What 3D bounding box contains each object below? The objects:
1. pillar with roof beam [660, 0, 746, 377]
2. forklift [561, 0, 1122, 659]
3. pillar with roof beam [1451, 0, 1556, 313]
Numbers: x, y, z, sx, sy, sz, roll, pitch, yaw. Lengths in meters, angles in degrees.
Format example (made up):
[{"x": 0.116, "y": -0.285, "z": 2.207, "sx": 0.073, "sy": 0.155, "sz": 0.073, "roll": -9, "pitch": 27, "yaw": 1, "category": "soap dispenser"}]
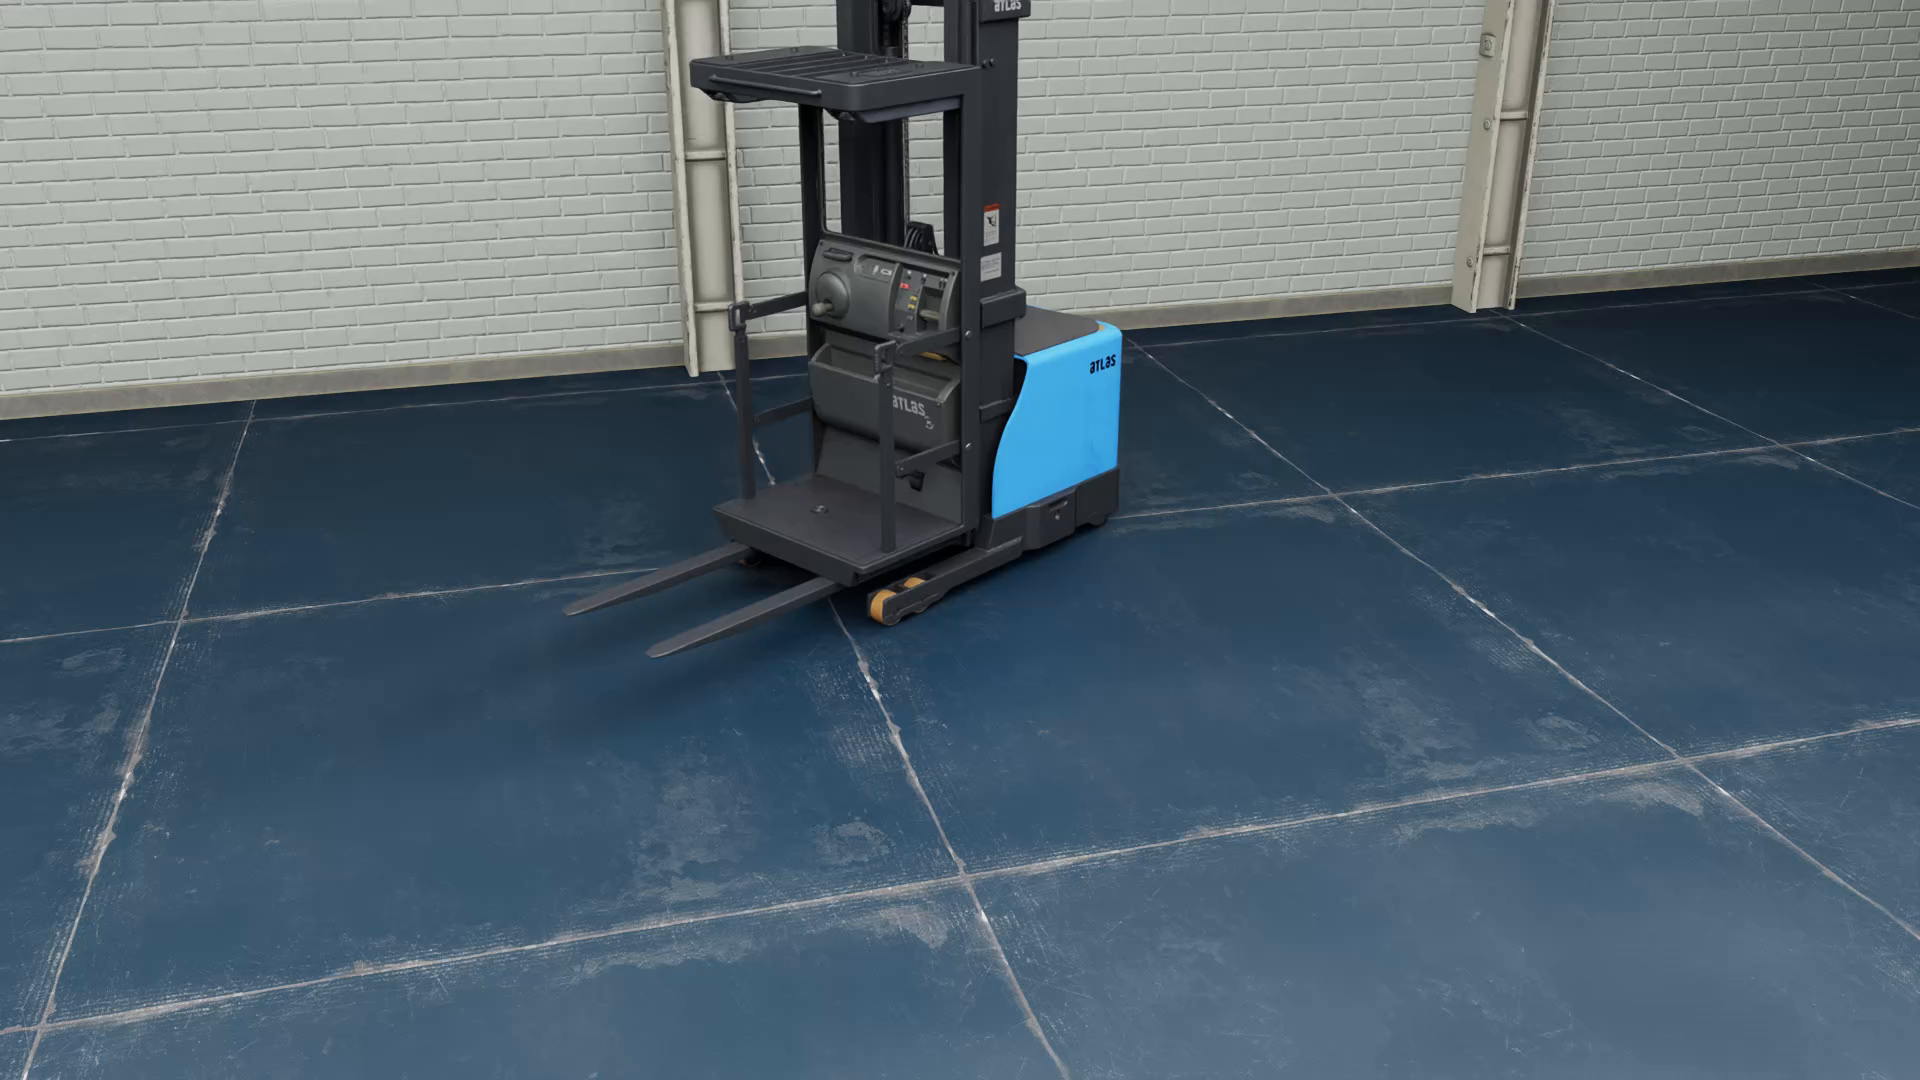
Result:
[{"x": -0.528, "y": -3.696, "z": 5.951, "sx": 0.400, "sy": 9.000, "sz": 9.100, "roll": -6, "pitch": 24, "yaw": -14, "category": "pillar with roof beam"}, {"x": -0.514, "y": -1.171, "z": 7.763, "sx": 1.130, "sy": 2.935, "sz": 3.031, "roll": 20, "pitch": 30, "yaw": 39, "category": "forklift"}, {"x": 5.249, "y": -4.335, "z": 7.441, "sx": 0.400, "sy": 9.000, "sz": 9.100, "roll": -6, "pitch": 24, "yaw": -14, "category": "pillar with roof beam"}]
